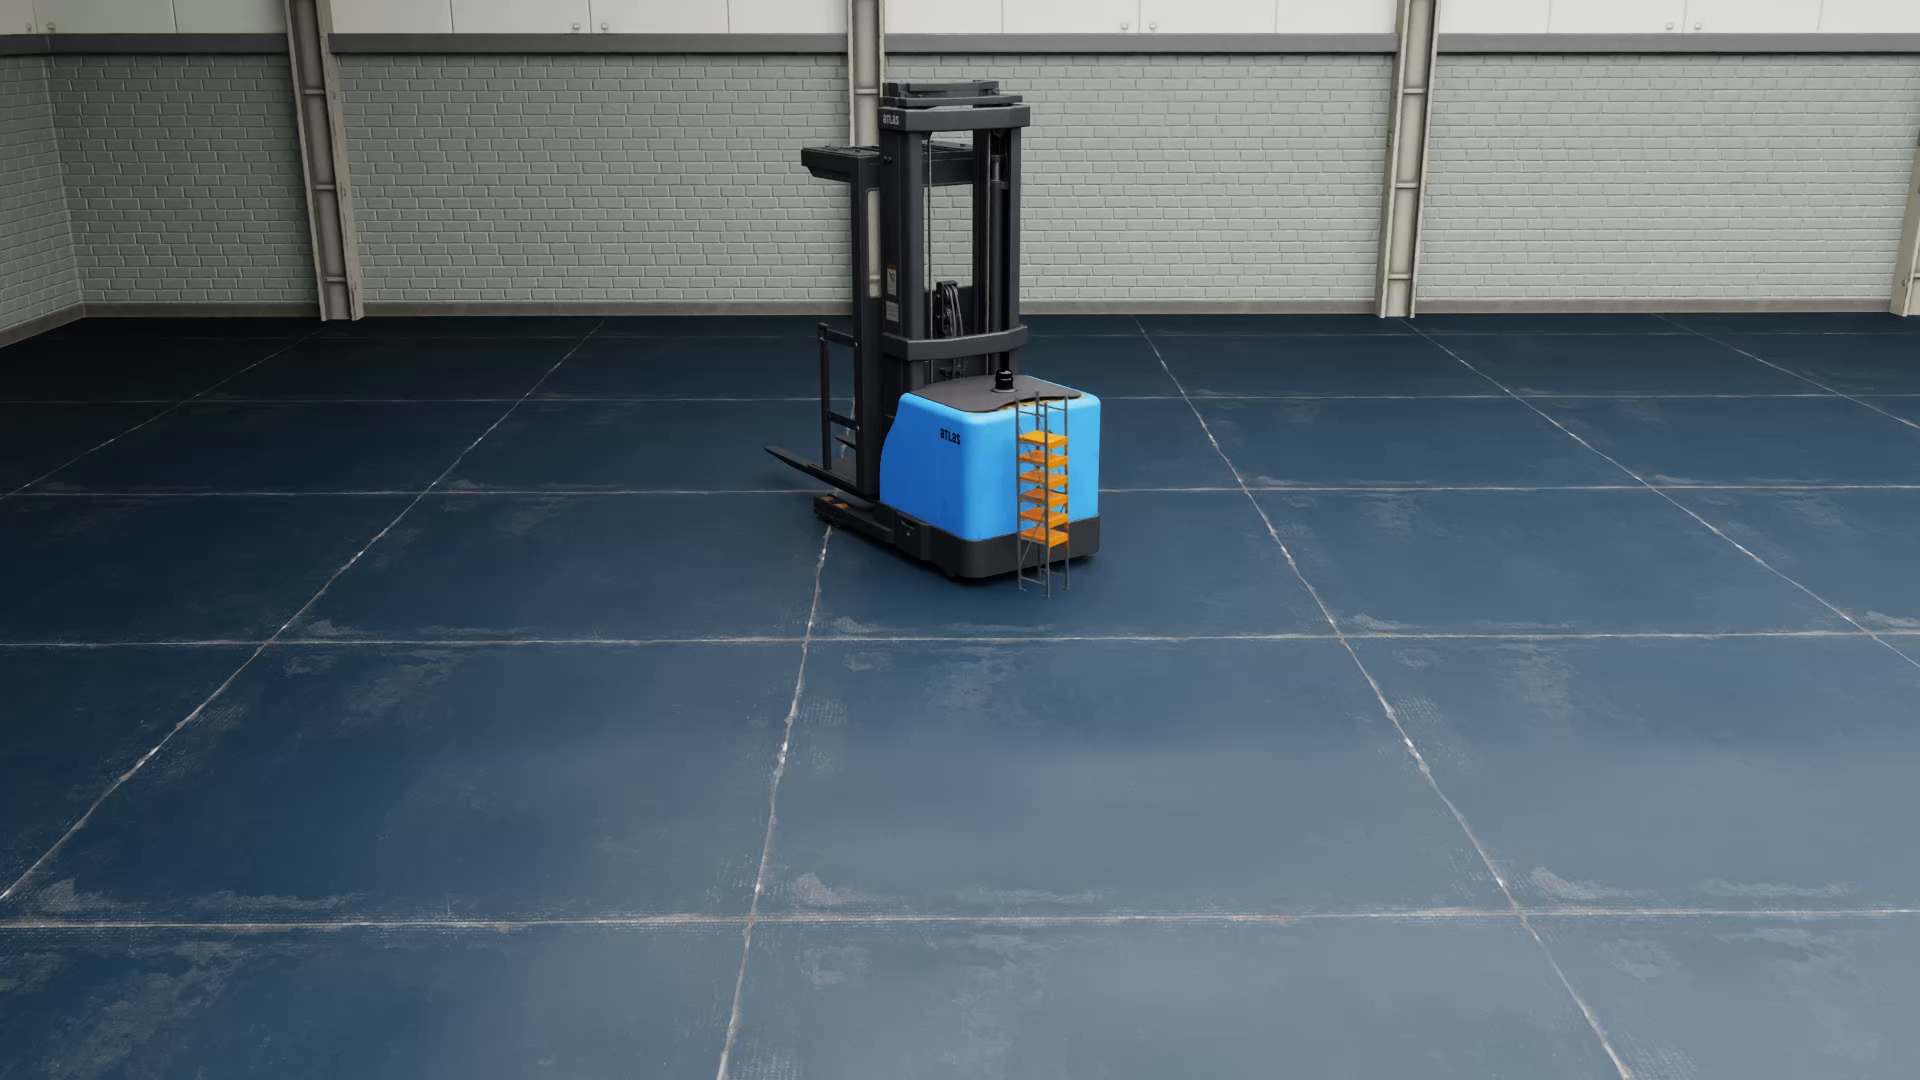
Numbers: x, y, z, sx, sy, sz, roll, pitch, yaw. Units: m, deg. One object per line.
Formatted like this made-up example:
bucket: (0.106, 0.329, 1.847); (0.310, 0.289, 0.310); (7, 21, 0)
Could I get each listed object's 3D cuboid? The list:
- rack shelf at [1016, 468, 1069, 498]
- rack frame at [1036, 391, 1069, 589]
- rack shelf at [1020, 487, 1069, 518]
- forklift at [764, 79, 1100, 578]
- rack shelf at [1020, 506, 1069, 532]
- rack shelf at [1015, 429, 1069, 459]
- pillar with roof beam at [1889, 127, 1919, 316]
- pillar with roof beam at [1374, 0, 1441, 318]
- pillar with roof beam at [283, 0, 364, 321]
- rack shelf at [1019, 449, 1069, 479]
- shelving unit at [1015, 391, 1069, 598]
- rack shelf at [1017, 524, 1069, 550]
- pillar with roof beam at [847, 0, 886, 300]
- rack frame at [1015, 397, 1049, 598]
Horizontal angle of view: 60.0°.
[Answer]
rack shelf: (0.489, -0.340, 9.885); (0.258, 0.103, 0.180); (15, 25, 40)
rack frame: (0.553, -0.292, 9.972); (0.240, 1.200, 0.006); (15, 25, 40)
rack shelf: (0.492, -0.226, 9.923); (0.258, 0.103, 0.180); (15, 25, 40)
forklift: (-0.350, -1.555, 11.095); (1.130, 2.935, 3.031); (-12, 21, -32)
rack shelf: (0.495, -0.113, 9.962); (0.258, 0.103, 0.180); (15, 25, 40)
rack shelf: (0.483, -0.567, 9.807); (0.258, 0.103, 0.180); (15, 25, 40)
pillar with roof beam: (11.049, -5.579, 13.708); (0.400, 9.000, 9.100); (0, 18, -1)
pillar with roof beam: (5.050, -5.550, 13.618); (0.400, 9.000, 9.100); (0, 18, -1)
pillar with roof beam: (-6.949, -5.492, 13.437); (0.400, 9.000, 9.100); (0, 18, -1)
rack shelf: (0.486, -0.454, 9.846); (0.258, 0.103, 0.180); (15, 25, 40)
shelving unit: (0.491, -0.268, 9.909); (0.258, 1.200, 0.189); (15, 25, 40)
rack shelf: (0.498, 0.001, 10.001); (0.258, 0.103, 0.180); (15, 25, 40)
pillar with roof beam: (-0.949, -5.521, 13.527); (0.400, 9.000, 9.100); (0, 18, -1)
rack frame: (0.429, -0.245, 9.846); (0.240, 1.200, 0.006); (15, 25, 40)
